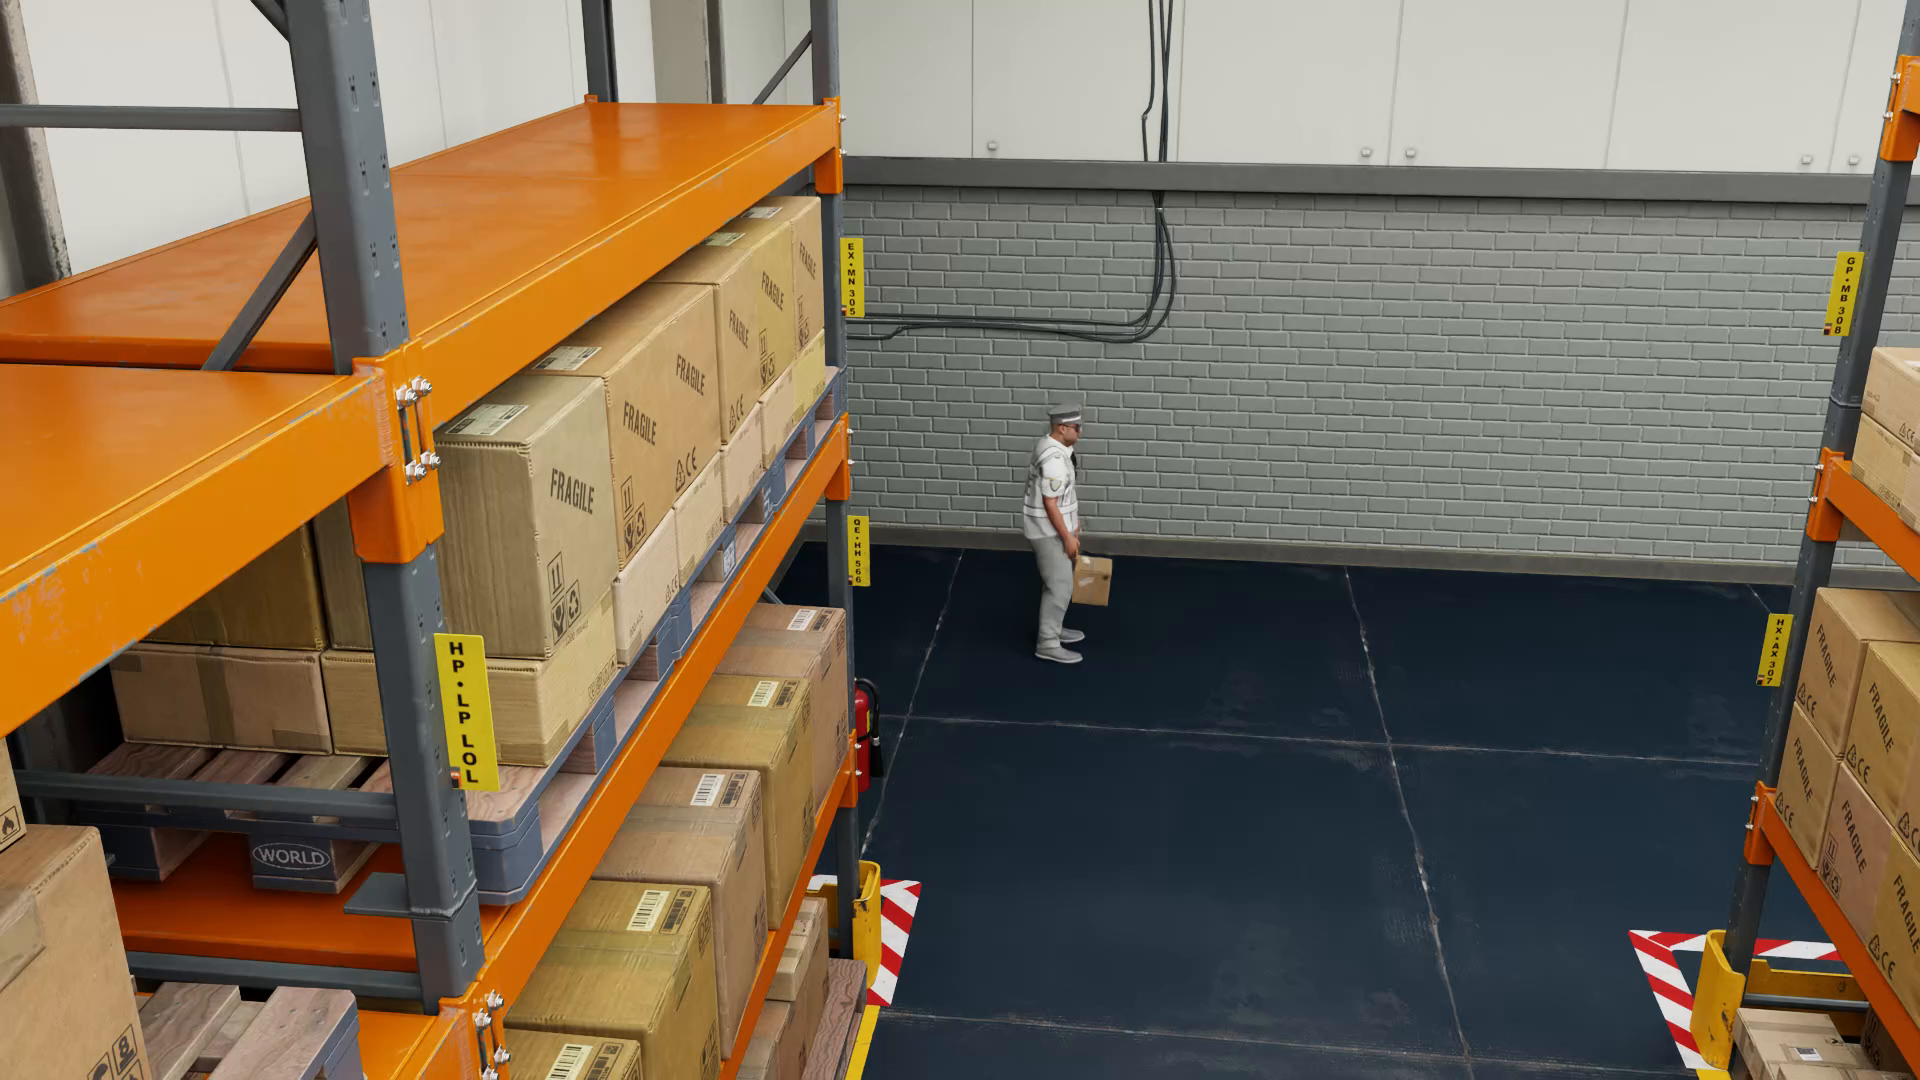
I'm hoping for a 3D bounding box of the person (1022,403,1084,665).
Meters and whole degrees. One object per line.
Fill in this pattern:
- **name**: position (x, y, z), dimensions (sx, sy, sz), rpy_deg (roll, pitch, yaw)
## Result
- **person**: position (0.641, -0.071, 11.250), dimensions (0.437, 1.751, 0.560), rpy_deg (2, 21, 5)
